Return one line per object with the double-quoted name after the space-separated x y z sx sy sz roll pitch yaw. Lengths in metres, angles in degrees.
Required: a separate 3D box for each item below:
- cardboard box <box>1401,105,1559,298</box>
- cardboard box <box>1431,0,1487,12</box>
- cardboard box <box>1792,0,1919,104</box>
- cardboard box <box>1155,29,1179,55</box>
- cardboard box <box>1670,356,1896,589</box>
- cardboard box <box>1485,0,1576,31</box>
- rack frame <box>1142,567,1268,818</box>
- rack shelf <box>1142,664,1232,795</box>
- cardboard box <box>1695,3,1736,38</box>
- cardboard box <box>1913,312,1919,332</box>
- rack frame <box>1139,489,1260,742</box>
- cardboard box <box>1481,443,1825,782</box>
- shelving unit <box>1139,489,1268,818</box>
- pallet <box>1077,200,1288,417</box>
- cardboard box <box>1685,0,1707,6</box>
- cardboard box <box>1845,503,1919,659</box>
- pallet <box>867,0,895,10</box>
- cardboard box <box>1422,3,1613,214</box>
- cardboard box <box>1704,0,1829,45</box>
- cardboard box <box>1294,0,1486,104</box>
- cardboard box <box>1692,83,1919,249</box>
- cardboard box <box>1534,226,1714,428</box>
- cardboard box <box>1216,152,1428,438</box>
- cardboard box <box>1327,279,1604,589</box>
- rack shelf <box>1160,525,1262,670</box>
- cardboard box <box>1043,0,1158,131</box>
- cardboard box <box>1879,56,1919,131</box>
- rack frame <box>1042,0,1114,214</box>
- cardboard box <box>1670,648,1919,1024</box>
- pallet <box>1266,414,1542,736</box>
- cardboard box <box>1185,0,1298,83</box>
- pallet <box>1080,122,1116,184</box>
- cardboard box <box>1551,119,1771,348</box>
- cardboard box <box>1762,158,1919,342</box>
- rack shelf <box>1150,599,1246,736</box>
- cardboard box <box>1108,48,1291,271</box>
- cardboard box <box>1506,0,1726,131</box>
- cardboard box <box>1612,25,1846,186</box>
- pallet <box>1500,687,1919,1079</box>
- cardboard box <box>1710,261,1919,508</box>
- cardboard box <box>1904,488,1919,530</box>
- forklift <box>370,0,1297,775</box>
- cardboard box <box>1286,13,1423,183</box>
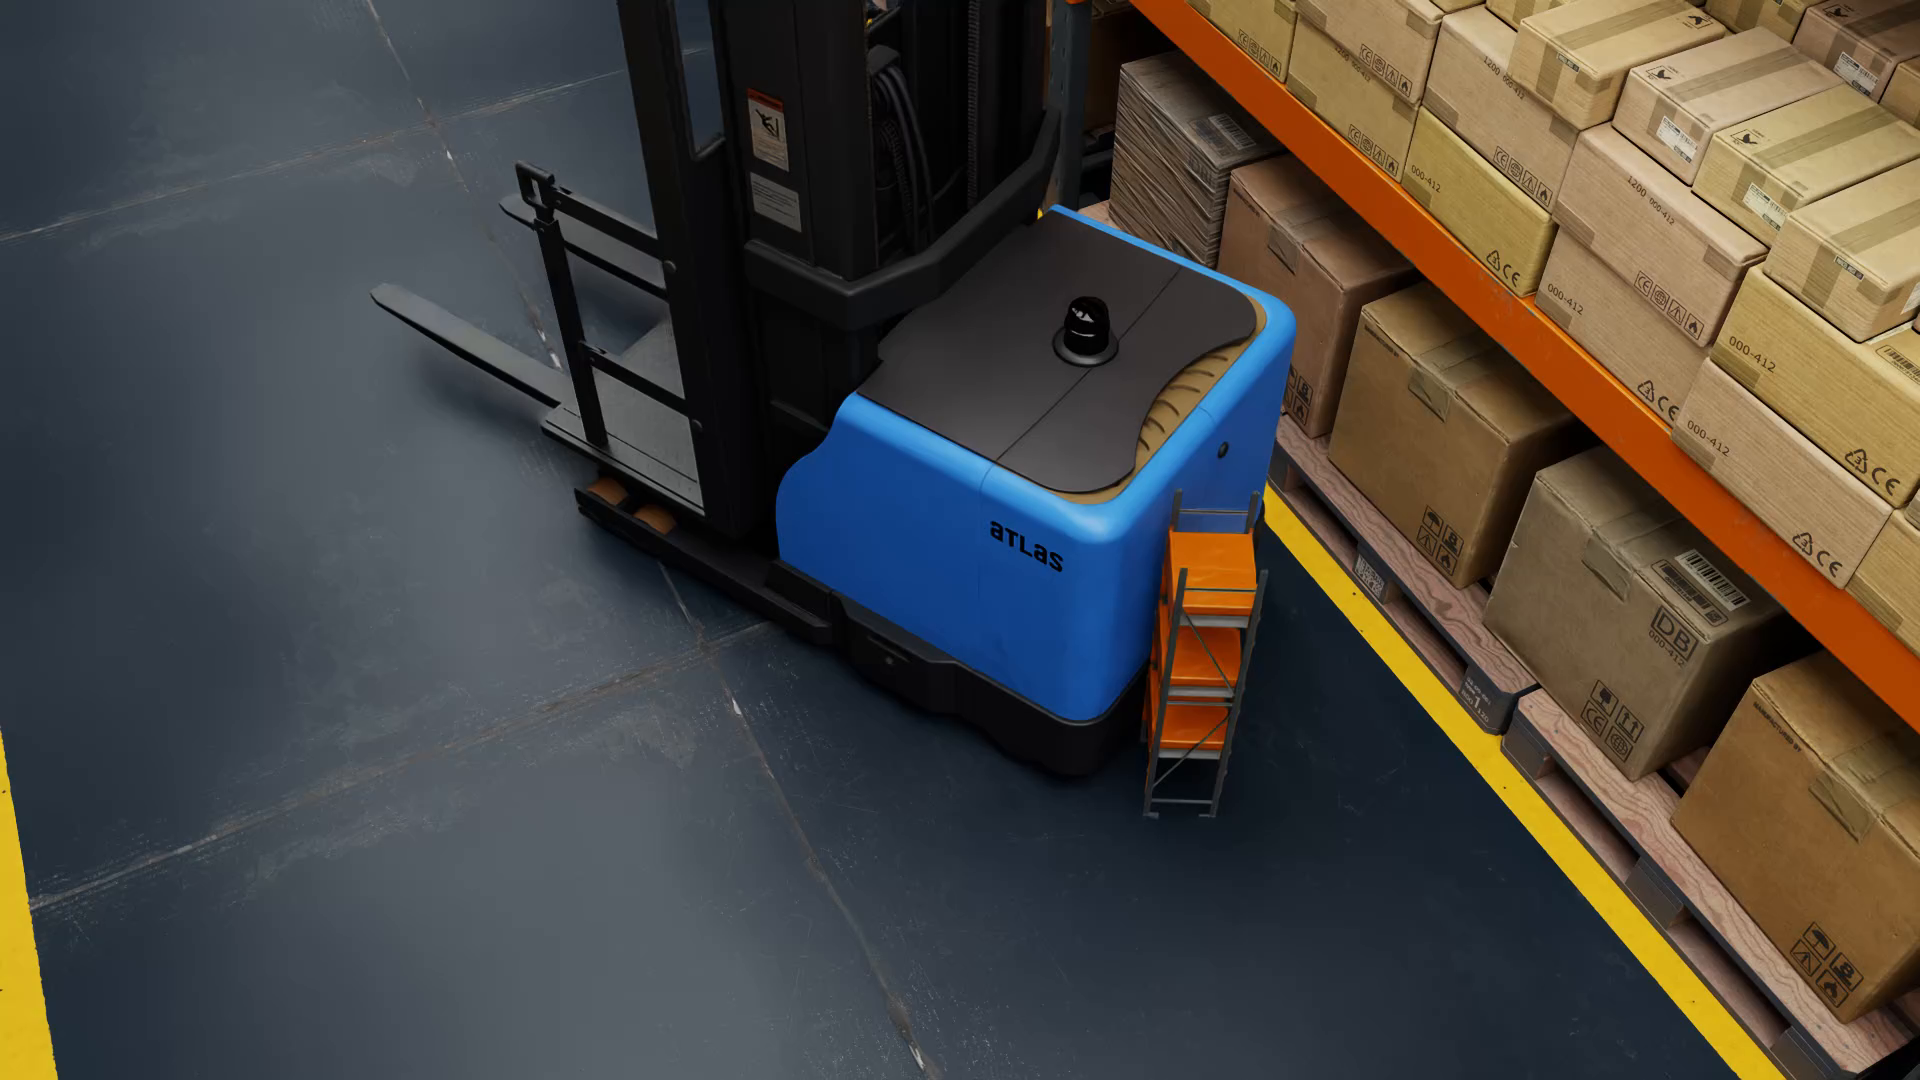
1.475 -0.914 4.156 0.500 0.250 0.500 -20 52 -16 "cardboard box"
1.269 -1.444 4.023 0.380 0.149 0.250 -20 52 -17 "cardboard box"
2.109 -1.122 3.742 0.380 0.149 0.250 -22 52 -18 "cardboard box"
0.842 -2.066 6.446 0.500 0.500 0.500 -19 52 -16 "cardboard box"
1.918 -0.228 3.556 0.500 0.250 0.500 -21 52 -18 "cardboard box"
1.474 -1.303 3.900 0.380 0.149 0.250 -21 52 -18 "cardboard box"
0.603 0.414 4.191 0.200 1.050 0.008 2 49 1 "rack frame"
0.608 0.512 4.488 0.215 0.259 0.240 2 49 1 "rack shelf"
1.924 -1.266 4.132 0.500 0.250 0.500 -22 52 -18 "cardboard box"
2.063 -0.442 3.147 0.380 0.149 0.250 -21 52 -18 "cardboard box"
0.612 0.230 4.351 0.200 1.050 0.008 2 49 1 "rack frame"
2.019 0.081 4.485 0.875 0.625 0.625 -22 52 -18 "cardboard box"
0.608 0.322 4.271 0.215 1.050 0.252 2 49 1 "shelving unit"
1.128 -0.890 5.888 1.003 0.211 1.213 -21 52 -18 "pallet"
1.834 -1.450 4.028 0.380 0.149 0.250 -20 52 -17 "cardboard box"
2.153 0.107 3.263 0.500 0.250 0.500 -20 52 -17 "cardboard box"
-0.077 -2.783 7.544 1.003 0.211 1.213 -21 52 -18 "pallet"
1.479 -1.081 3.971 0.500 0.250 0.500 -20 52 -17 "cardboard box"
1.990 -1.287 3.886 0.380 0.149 0.250 -21 52 -17 "cardboard box"
1.223 -1.415 4.262 0.500 0.250 0.500 -22 53 -18 "cardboard box"
1.760 -0.770 3.433 0.380 0.149 0.250 -22 52 -18 "cardboard box"
1.718 -0.571 3.856 0.500 0.250 0.500 -21 52 -17 "cardboard box"
1.365 -0.872 5.319 0.875 0.625 0.625 -20 52 -16 "cardboard box"
1.673 -0.422 4.925 0.875 0.625 0.625 -23 53 -19 "cardboard box"
0.608 0.142 4.065 0.215 0.259 0.240 2 49 1 "rack shelf"
0.401 -1.897 6.298 0.500 0.500 0.500 -20 52 -16 "cardboard box"
2.230 -0.955 3.595 0.380 0.149 0.250 -21 52 -18 "cardboard box"
0.786 -2.373 5.332 1.000 3.000 0.127 -21 52 -18 "rack frame"
2.367 0.603 4.029 0.875 0.625 0.625 -19 52 -16 "cardboard box"
1.682 -0.075 5.175 1.003 0.211 1.213 -21 52 -18 "pallet"
0.997 -1.604 4.759 0.500 0.250 0.500 -22 52 -18 "cardboard box"
0.478 -1.967 6.830 1.003 0.211 1.213 -21 52 -18 "pallet"
1.693 -0.737 3.669 0.500 0.250 0.500 -20 52 -17 "cardboard box"
1.825 -0.573 3.261 0.380 0.149 0.250 -23 53 -19 "cardboard box"
0.608 0.329 4.279 0.215 0.259 0.240 2 49 1 "rack shelf"
1.059 -1.307 5.699 0.875 0.625 0.625 -20 52 -16 "cardboard box"
1.461 -1.090 3.713 0.380 0.149 0.250 -22 53 -18 "cardboard box"
1.651 -0.939 3.581 0.380 0.149 0.250 -21 52 -17 "cardboard box"
2.244 0.743 4.460 1.003 0.211 1.213 -21 52 -18 "pallet"
1.922 -0.393 3.368 0.500 0.250 0.500 -22 53 -18 "cardboard box"
2.164 -0.051 3.070 0.500 0.250 0.500 -22 52 -18 "cardboard box"
-0.594 -1.215 4.366 3.031 2.935 1.130 28 54 22 "forklift"
1.239 -1.261 4.460 0.500 0.250 0.500 -23 53 -19 "cardboard box"
